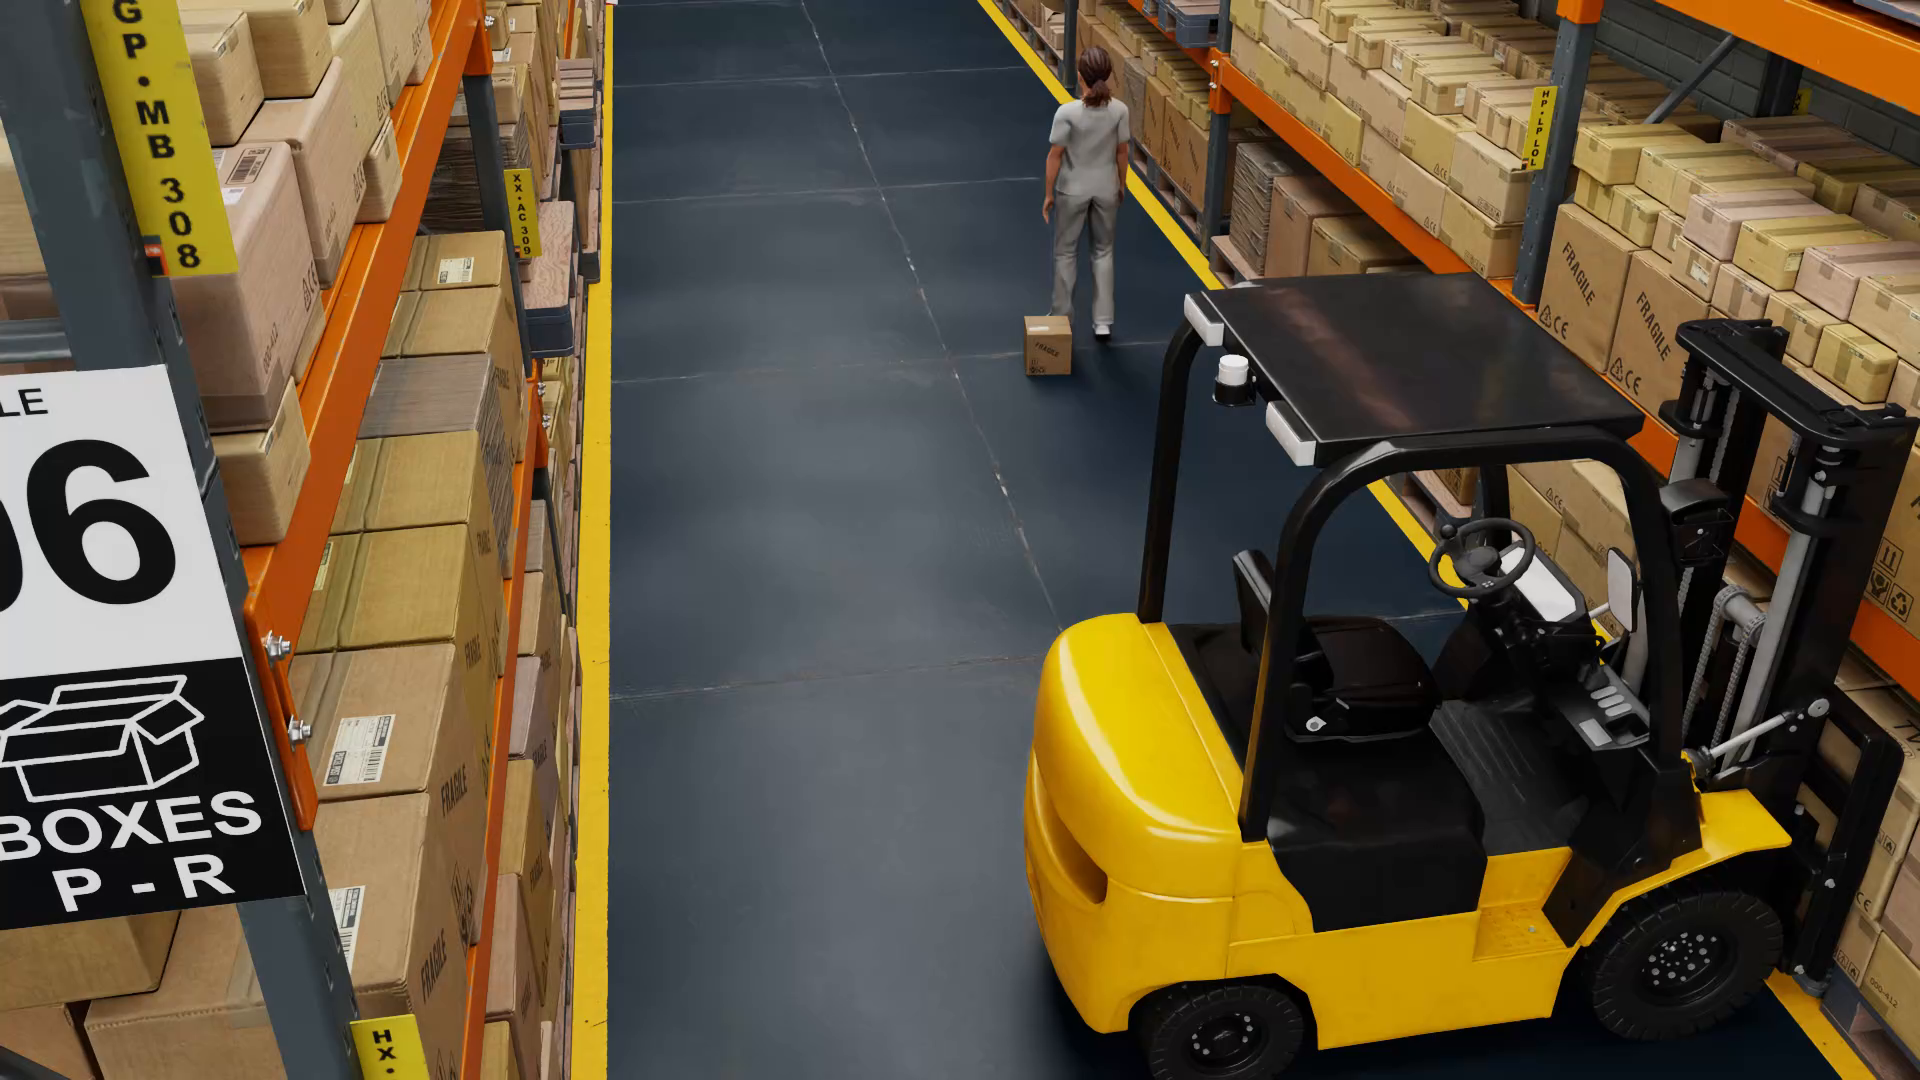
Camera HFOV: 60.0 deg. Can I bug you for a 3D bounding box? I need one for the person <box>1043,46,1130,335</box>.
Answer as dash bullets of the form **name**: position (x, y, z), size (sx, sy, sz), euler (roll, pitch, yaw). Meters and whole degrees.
- **person**: position (0.700, -1.937, 9.360), size (0.492, 1.690, 0.480), euler (-5, 31, -8)
